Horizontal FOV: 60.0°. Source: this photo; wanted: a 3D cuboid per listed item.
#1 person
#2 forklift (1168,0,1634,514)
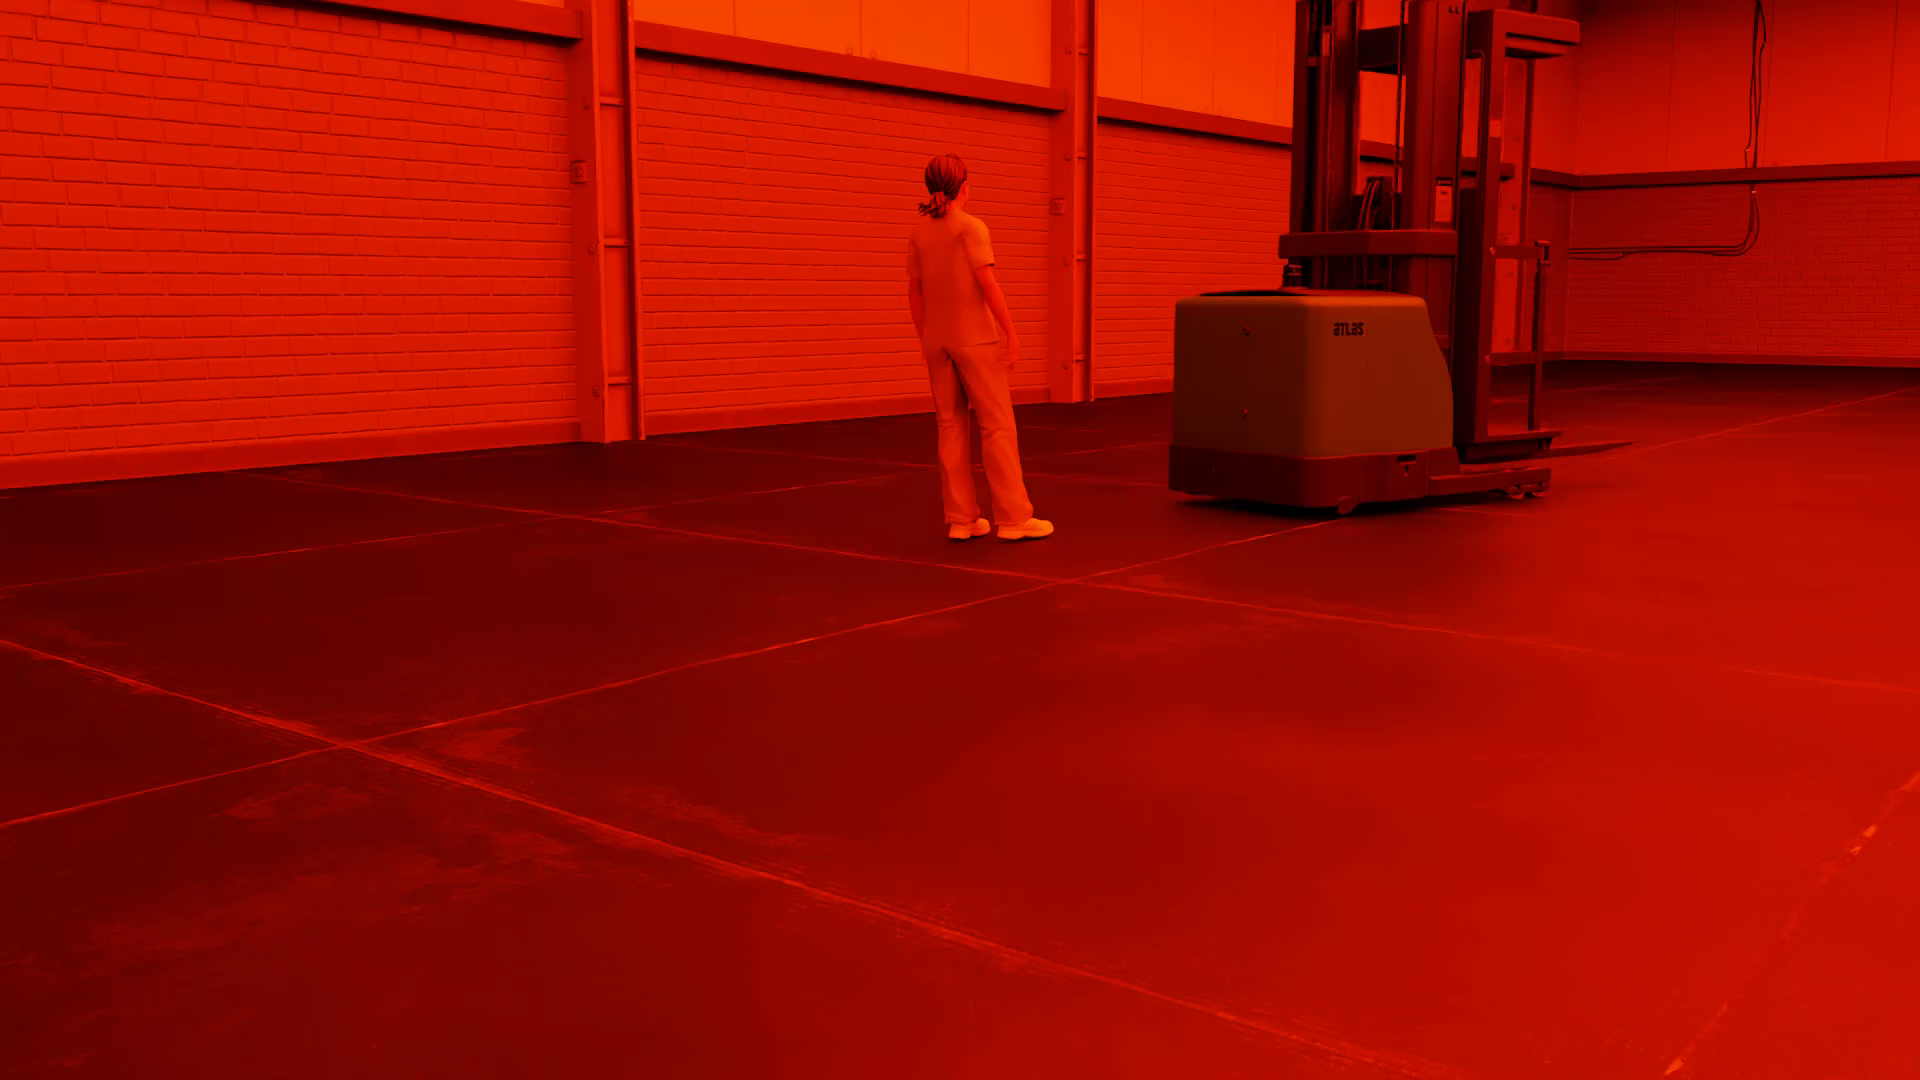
[{"bbox_3d":[0.057,-0.844,7.330,0.549,1.675,0.549,7,11,38],"label":"person"},{"bbox_3d":[2.580,-1.719,9.027,3.031,2.935,1.130,-6,10,-36],"label":"forklift"}]
